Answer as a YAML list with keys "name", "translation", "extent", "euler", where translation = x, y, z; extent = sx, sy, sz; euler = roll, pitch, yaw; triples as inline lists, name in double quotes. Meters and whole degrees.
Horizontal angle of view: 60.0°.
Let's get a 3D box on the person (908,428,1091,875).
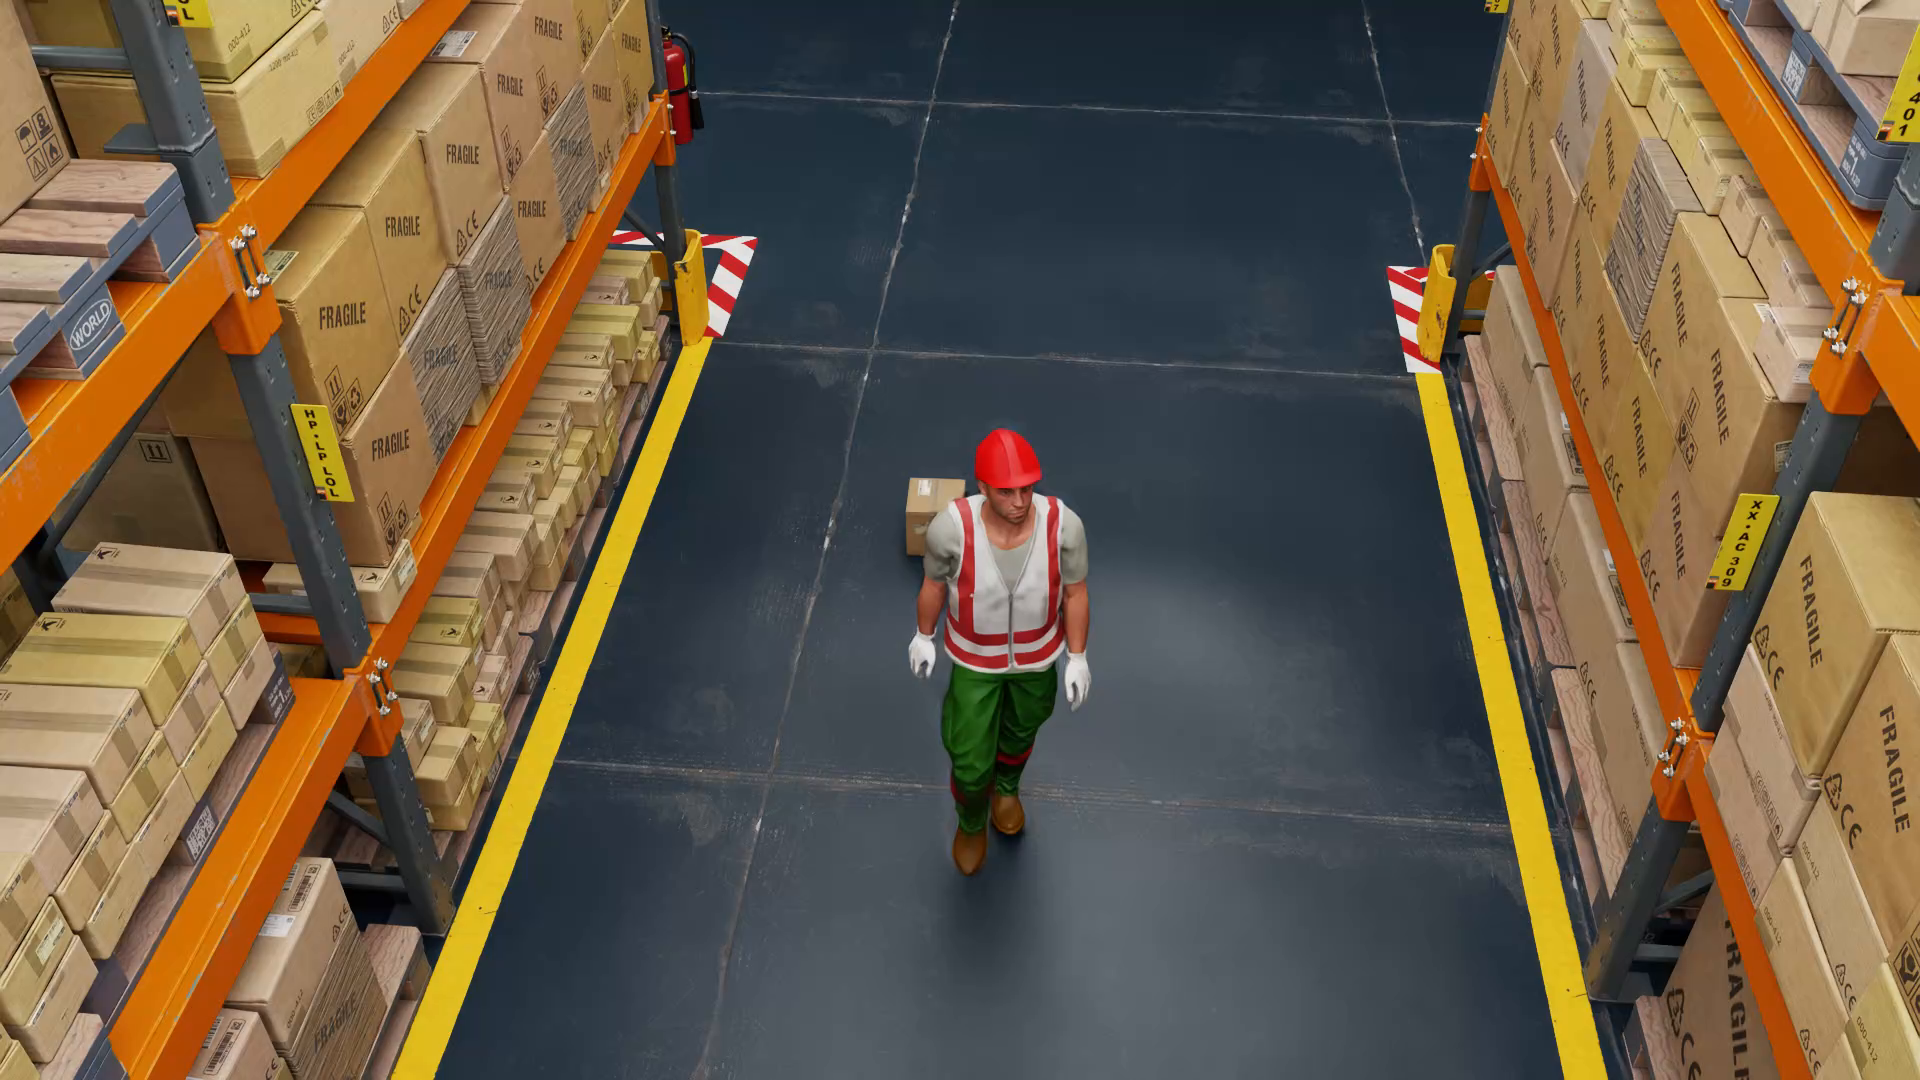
- name: "person"
  translation: [0.140, 0.417, 5.627]
  extent: [0.592, 1.834, 0.511]
  euler: [-7, 40, -8]
